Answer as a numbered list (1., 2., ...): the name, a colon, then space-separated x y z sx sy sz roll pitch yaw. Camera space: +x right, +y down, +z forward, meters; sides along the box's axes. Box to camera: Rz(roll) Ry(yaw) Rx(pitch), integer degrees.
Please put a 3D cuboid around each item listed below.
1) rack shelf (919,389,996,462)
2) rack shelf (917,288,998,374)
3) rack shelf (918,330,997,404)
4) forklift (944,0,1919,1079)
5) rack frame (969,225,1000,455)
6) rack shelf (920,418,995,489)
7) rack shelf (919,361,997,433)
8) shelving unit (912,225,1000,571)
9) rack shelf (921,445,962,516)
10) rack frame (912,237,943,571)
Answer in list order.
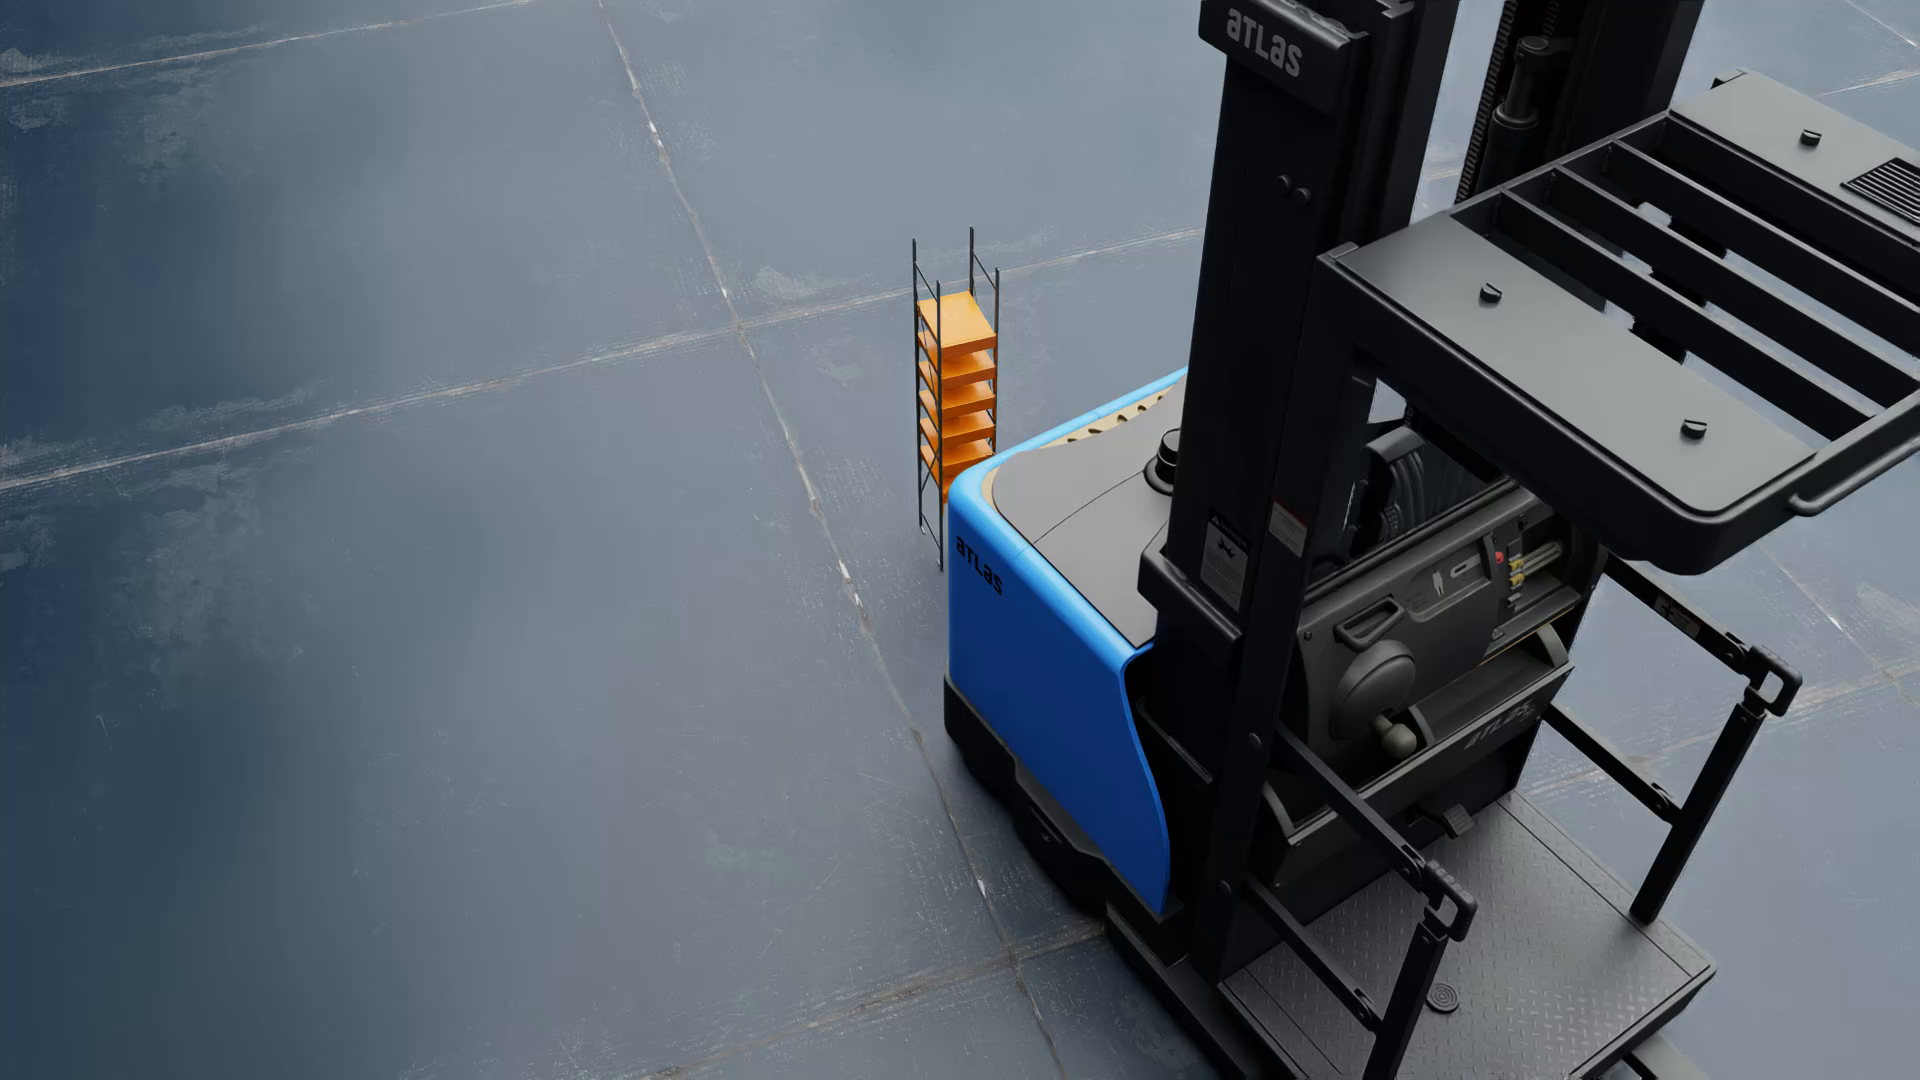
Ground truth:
1. rack shelf: -0.014 -0.389 5.353 0.180 0.103 0.258 -14 47 -14
2. rack shelf: -0.014 -0.643 5.098 0.180 0.103 0.258 -14 47 -14
3. rack shelf: -0.014 -0.558 5.183 0.180 0.103 0.258 -14 47 -14
4. forklift: 1.197 0.228 3.454 1.130 2.935 3.031 -26 51 -23
5. rack frame: 0.072 -0.442 5.343 0.006 1.200 0.240 -14 47 -14
6. rack shelf: -0.014 -0.304 5.438 0.180 0.103 0.258 -14 47 -14
7. rack shelf: -0.014 -0.473 5.268 0.180 0.103 0.258 -14 47 -14
8. shelving unit: -0.014 -0.420 5.322 0.189 1.200 0.258 -14 47 -14
9. rack shelf: -0.014 -0.219 5.523 0.180 0.103 0.258 -14 47 -14
10. rack frame: -0.100 -0.398 5.300 0.006 1.200 0.240 -14 47 -14
